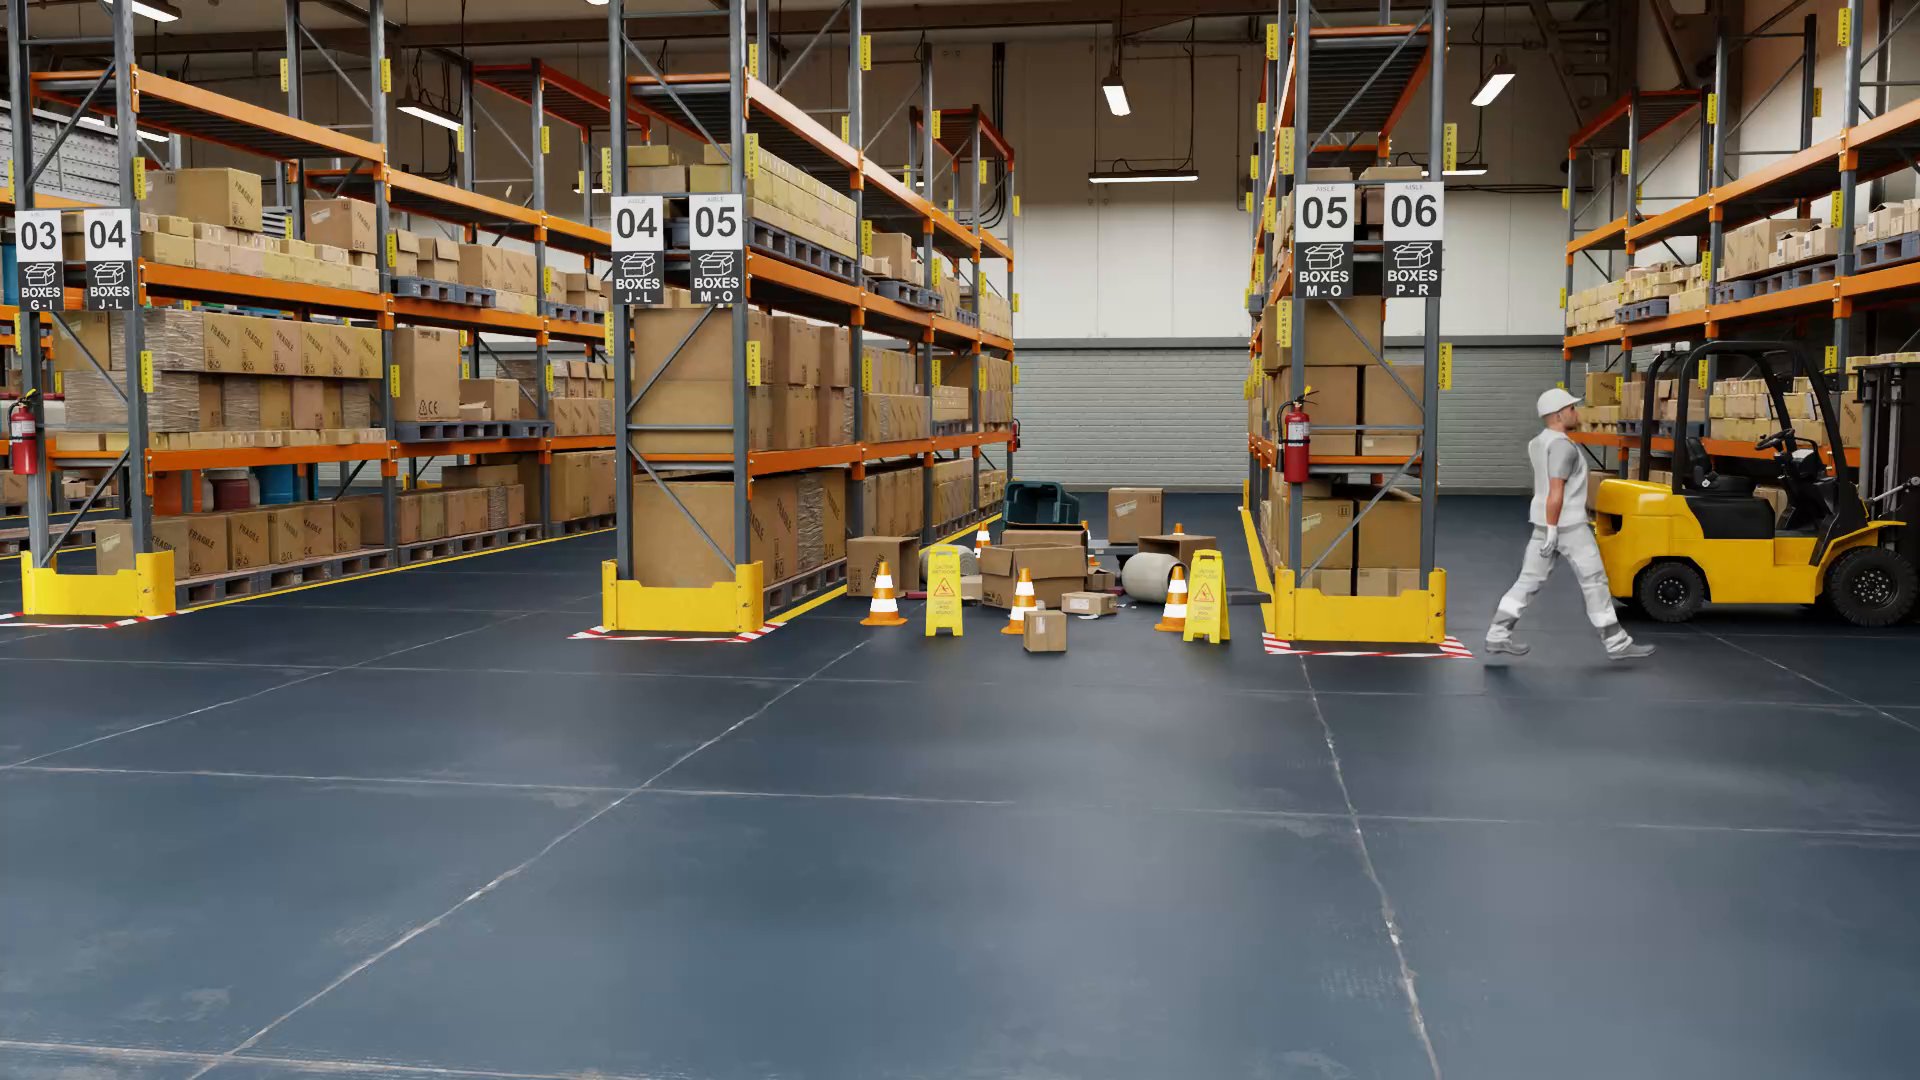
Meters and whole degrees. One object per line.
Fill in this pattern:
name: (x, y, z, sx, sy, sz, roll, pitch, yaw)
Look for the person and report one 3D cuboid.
person: (3.909, -0.100, 10.646, 1.056, 1.733, 0.536, 0, 4, -5)
